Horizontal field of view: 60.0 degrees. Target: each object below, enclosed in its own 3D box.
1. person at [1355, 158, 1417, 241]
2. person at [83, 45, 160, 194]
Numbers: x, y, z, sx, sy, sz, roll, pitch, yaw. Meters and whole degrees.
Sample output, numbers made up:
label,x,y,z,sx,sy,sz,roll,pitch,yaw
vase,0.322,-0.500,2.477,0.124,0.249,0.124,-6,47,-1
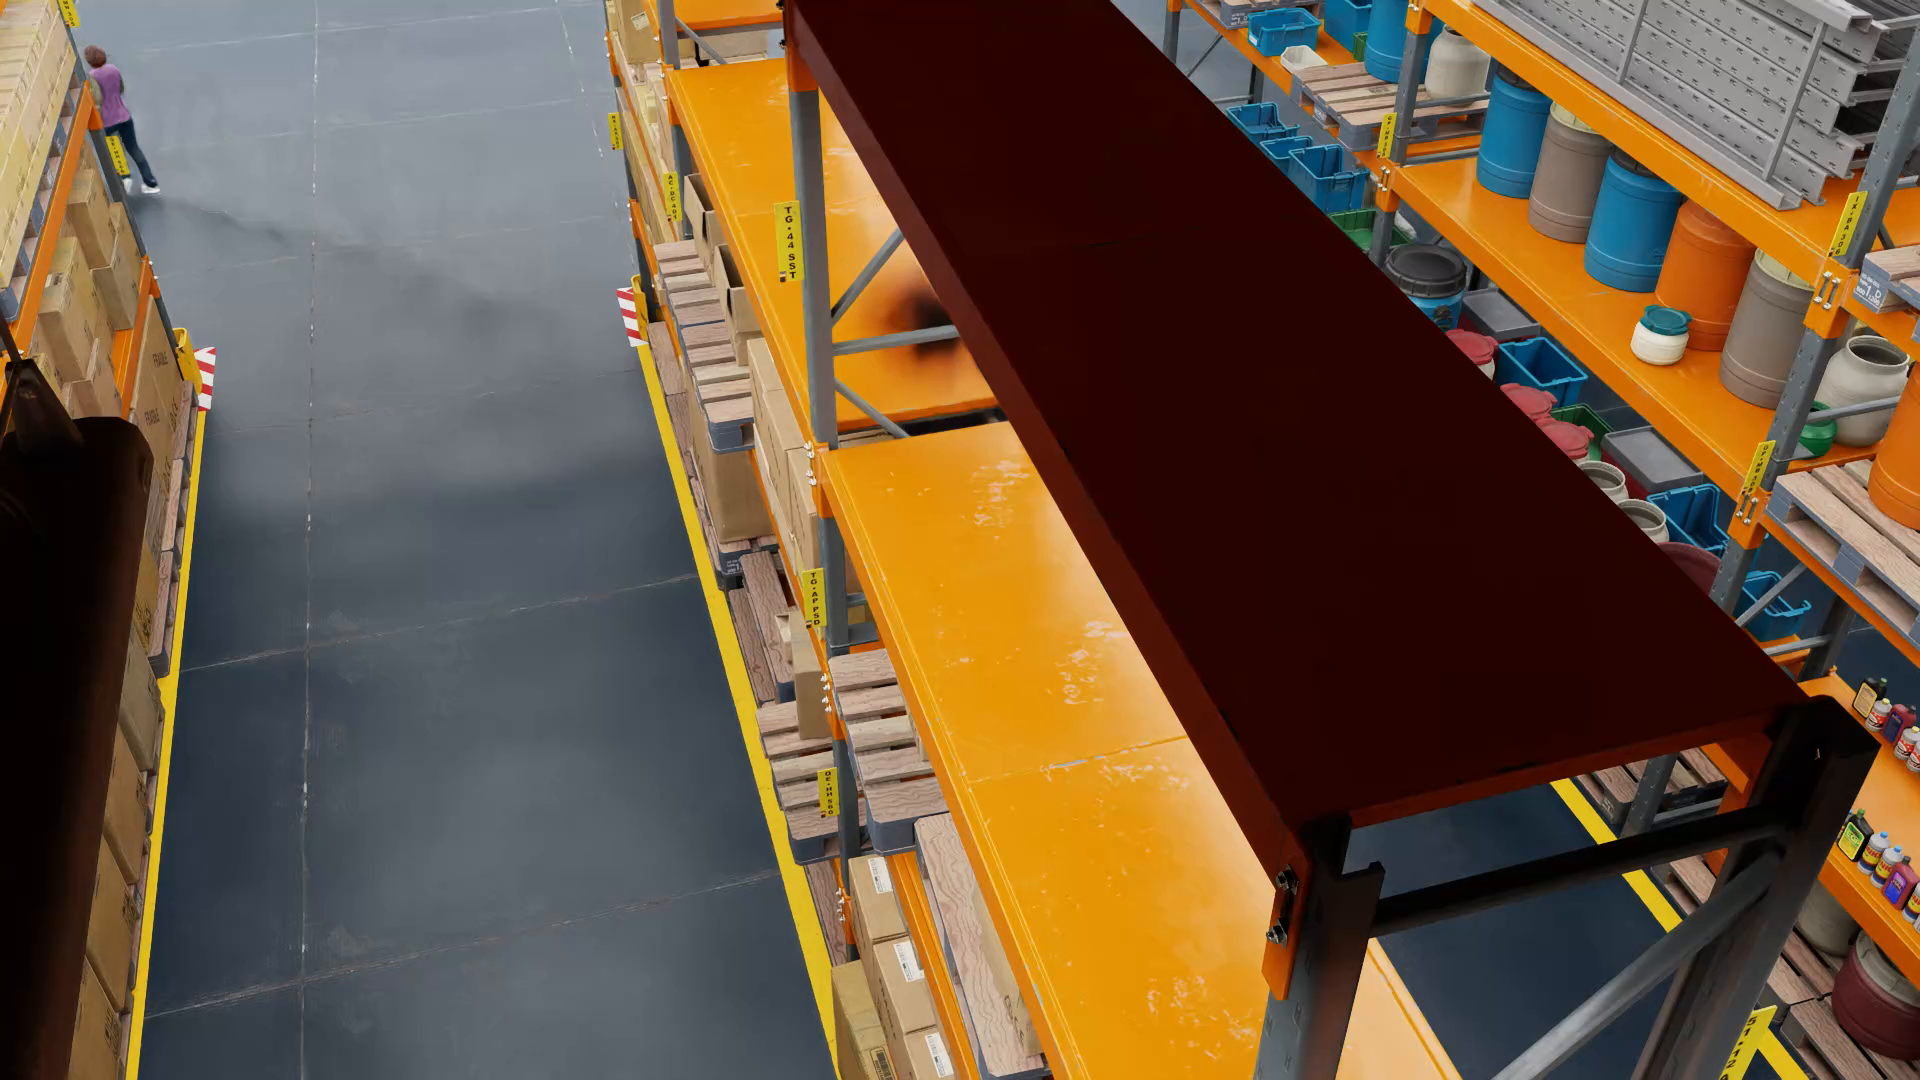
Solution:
label,x,y,z,sx,sy,sz,roll,pitch,yaw
person,4.074,-3.432,15.867,0.586,1.650,0.641,-20,42,-23
person,-8.609,-4.249,16.901,0.672,1.611,0.508,21,43,25
